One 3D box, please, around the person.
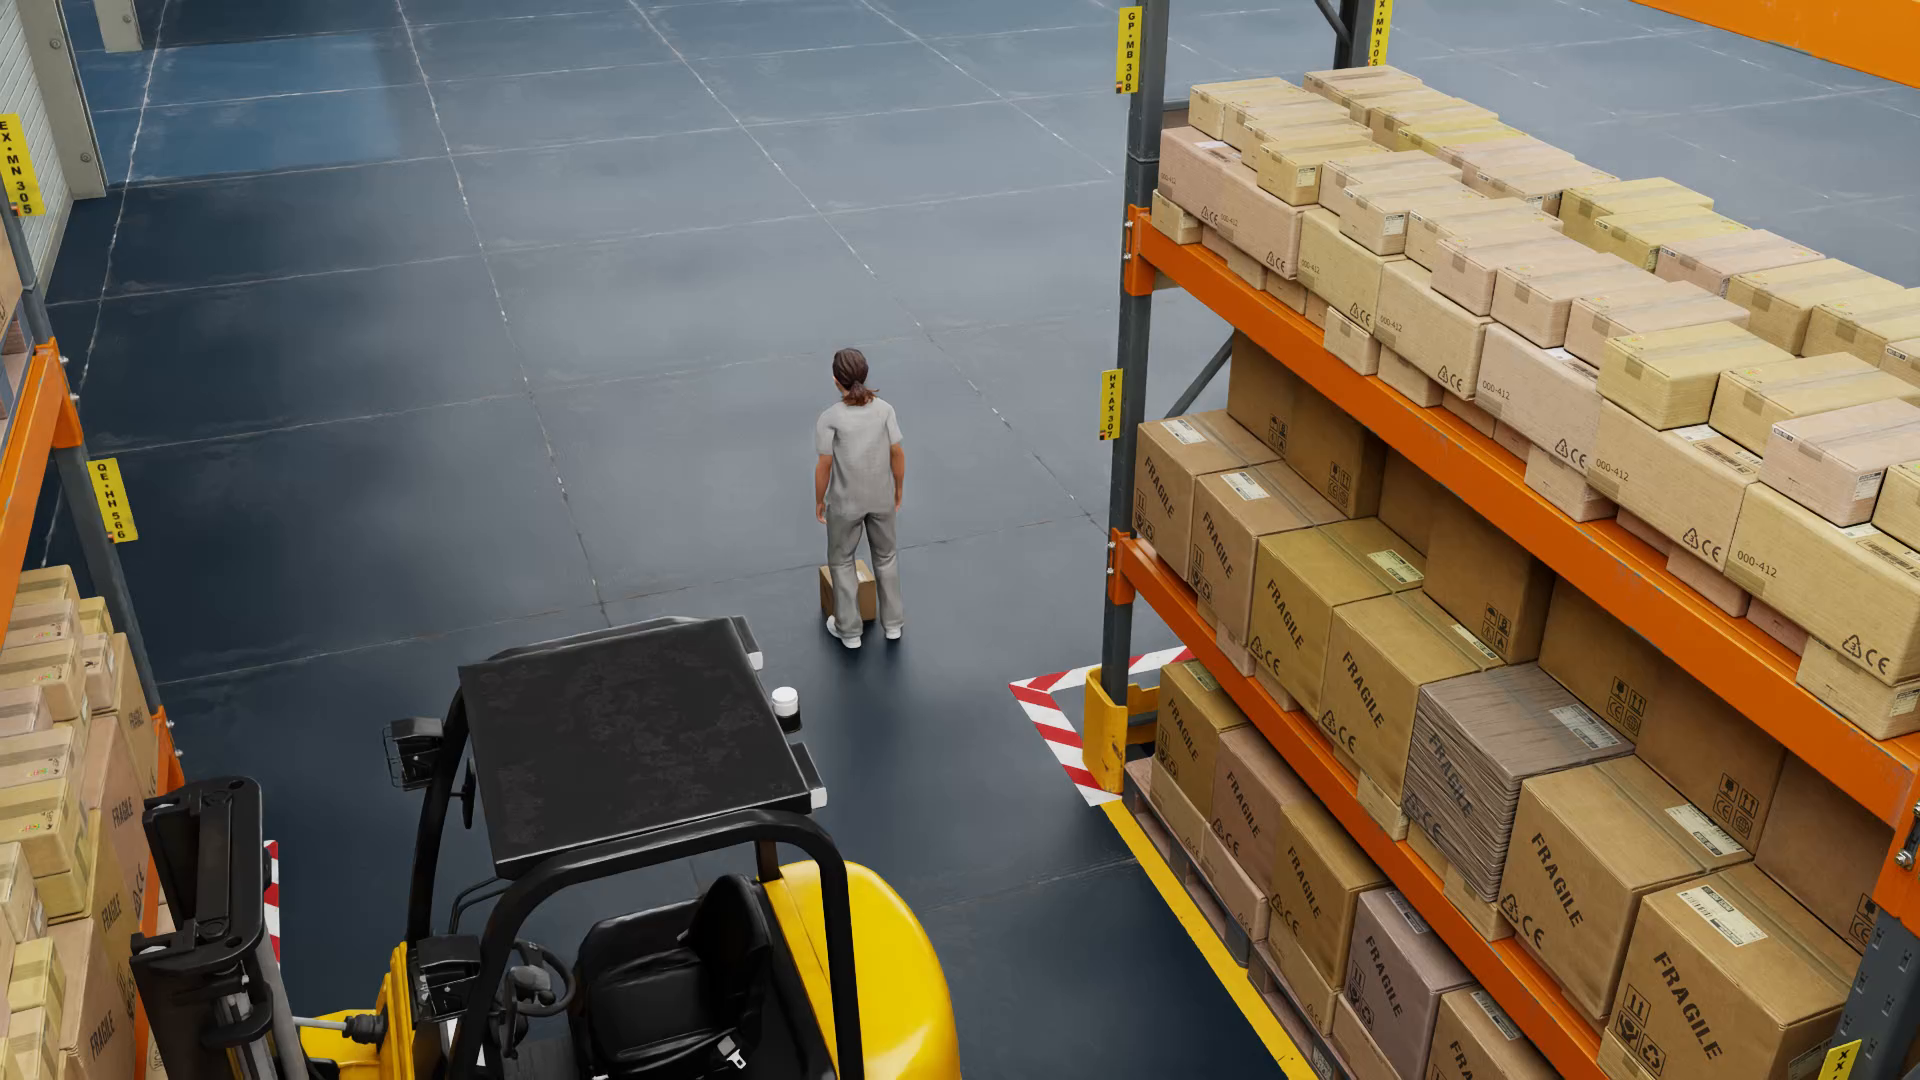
[{"bbox_3d":[-0.525,-0.200,8.708,0.485,1.652,0.360,-10,32,-17],"label":"person"}]
